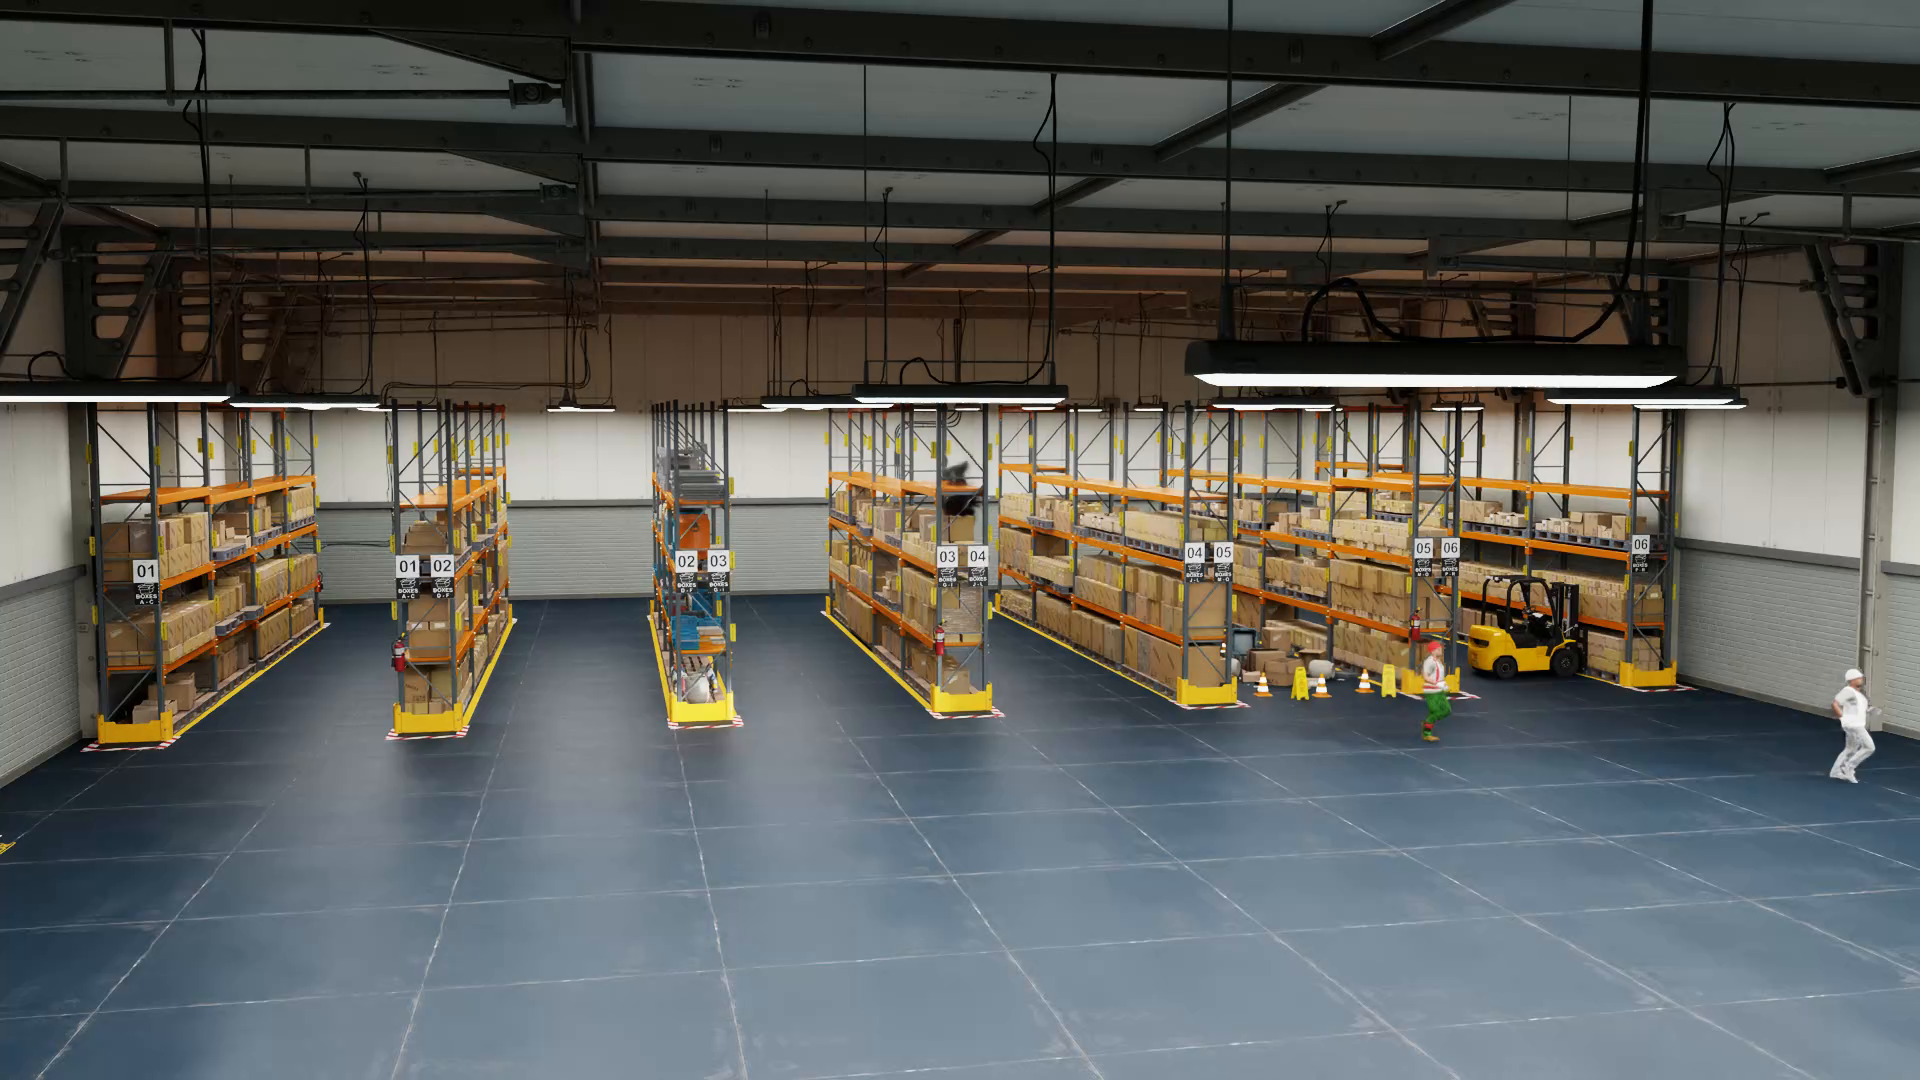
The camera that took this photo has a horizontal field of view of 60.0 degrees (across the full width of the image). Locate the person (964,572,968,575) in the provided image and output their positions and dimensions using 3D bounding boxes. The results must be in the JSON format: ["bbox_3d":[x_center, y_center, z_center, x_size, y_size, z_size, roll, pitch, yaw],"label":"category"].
[{"bbox_3d":[0.225,1.484,46.840,0.553,1.444,0.781,0,4,-4],"label":"person"}]

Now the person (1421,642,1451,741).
[{"bbox_3d":[8.322,2.650,29.076,0.580,1.745,0.669,3,5,36],"label":"person"}]

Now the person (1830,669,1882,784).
[{"bbox_3d":[13.893,2.891,25.774,0.683,1.769,0.662,3,5,33],"label":"person"}]
